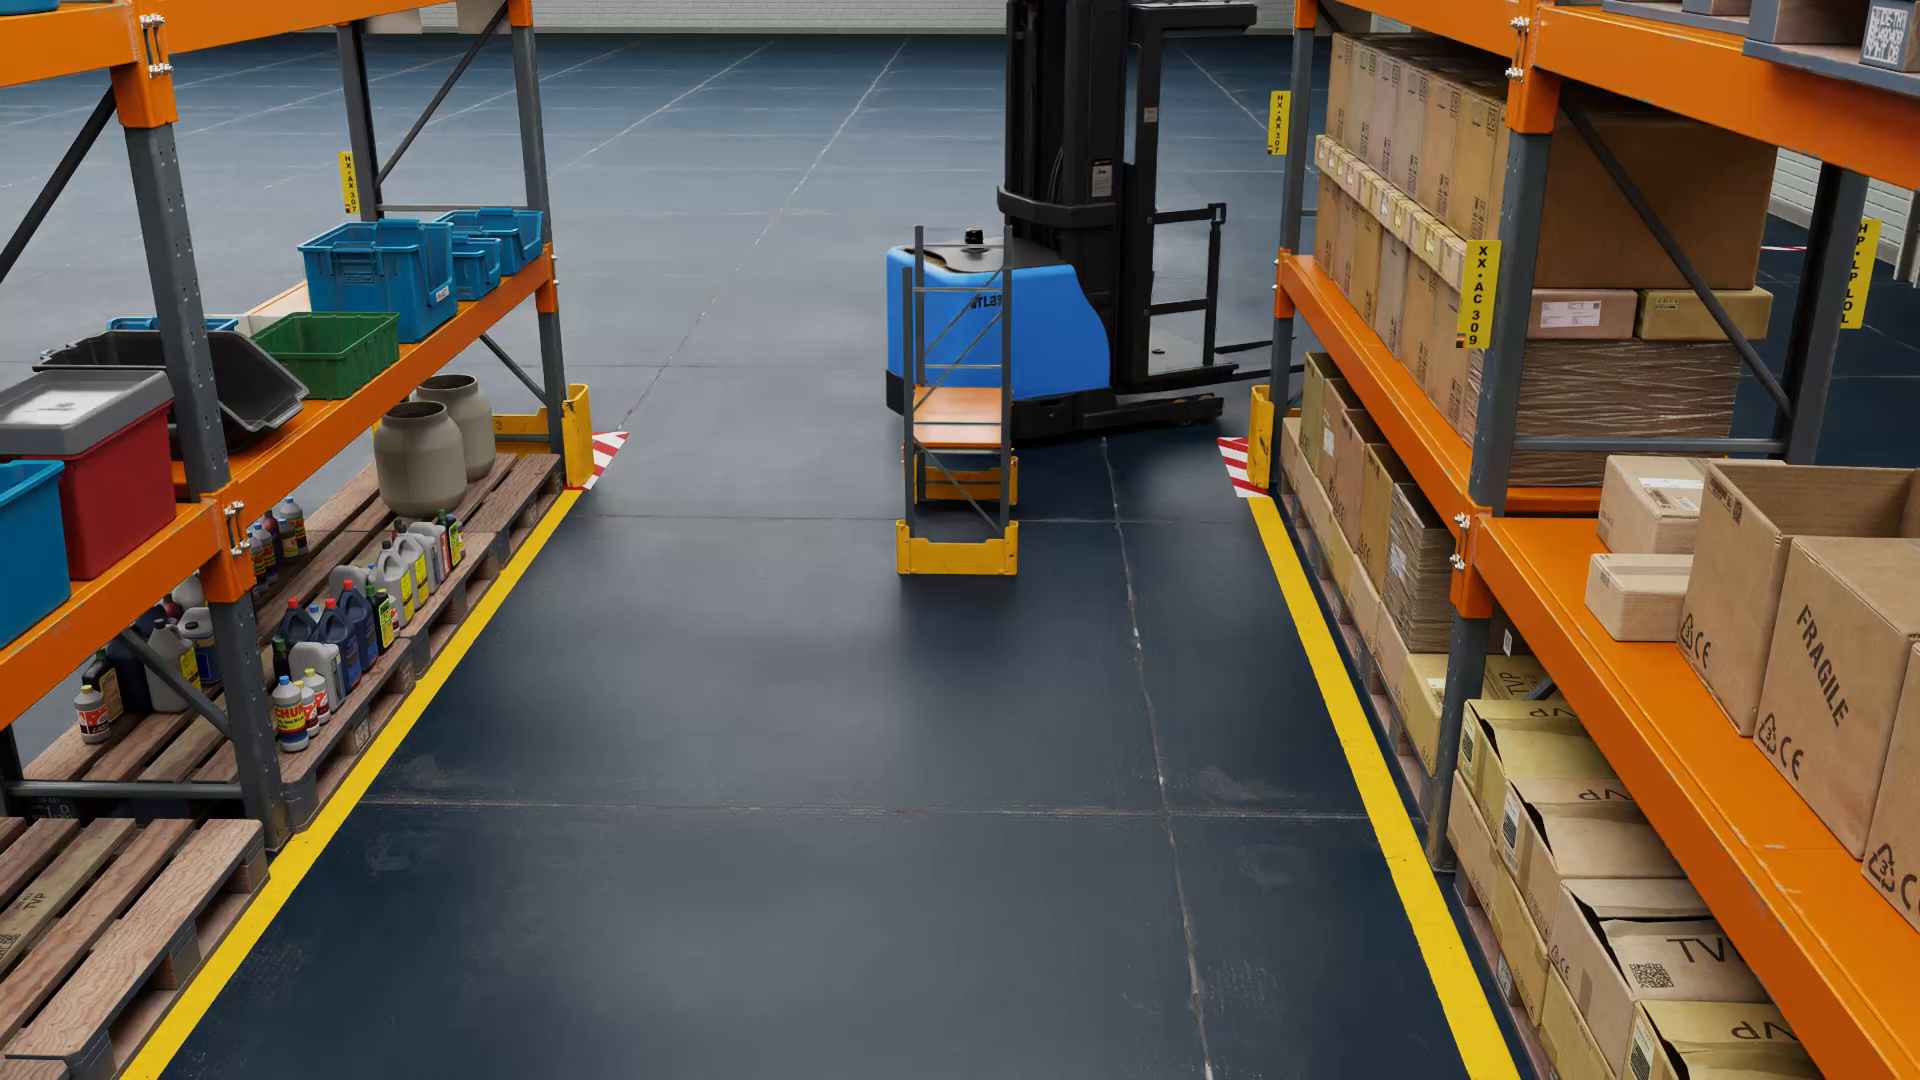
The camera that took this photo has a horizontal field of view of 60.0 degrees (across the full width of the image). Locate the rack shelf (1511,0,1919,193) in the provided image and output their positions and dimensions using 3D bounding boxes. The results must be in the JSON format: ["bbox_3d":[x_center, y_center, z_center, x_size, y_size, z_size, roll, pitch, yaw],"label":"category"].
[{"bbox_3d":[2.039,-0.625,2.841,1.077,0.370,4.000,1,21,2],"label":"rack shelf"}]

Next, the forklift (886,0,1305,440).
[{"bbox_3d":[1.090,-2.239,10.248,3.031,2.935,1.130,-10,23,-24],"label":"forklift"}]

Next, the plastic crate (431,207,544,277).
[{"bbox_3d":[-2.445,-1.534,8.540,0.499,0.251,0.616,1,21,2],"label":"plastic crate"}]

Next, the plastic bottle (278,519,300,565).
[{"bbox_3d":[-3.099,0.002,7.638,0.097,0.201,0.097,0,21,0],"label":"plastic bottle"}]

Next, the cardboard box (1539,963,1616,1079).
[{"bbox_3d":[1.810,1.316,4.211,0.500,0.250,0.500,0,21,0],"label":"cardboard box"}]

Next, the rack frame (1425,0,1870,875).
[{"bbox_3d":[2.100,-0.285,5.117,1.000,3.000,0.127,1,21,2],"label":"rack frame"}]

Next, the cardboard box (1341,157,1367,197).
[{"bbox_3d":[1.970,-1.664,7.636,0.380,0.149,0.250,0,21,1],"label":"cardboard box"}]

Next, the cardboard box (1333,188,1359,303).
[{"bbox_3d":[2.184,-1.419,7.902,0.700,0.500,0.500,1,21,3],"label":"cardboard box"}]

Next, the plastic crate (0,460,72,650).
[{"bbox_3d":[-2.573,0.069,4.227,0.392,0.384,0.575,1,21,2],"label":"plastic crate"}]

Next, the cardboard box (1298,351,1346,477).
[{"bbox_3d":[1.970,-0.623,8.171,0.500,0.500,0.500,1,21,2],"label":"cardboard box"}]

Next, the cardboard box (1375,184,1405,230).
[{"bbox_3d":[1.947,-1.385,6.917,0.380,0.149,0.250,1,21,2],"label":"cardboard box"}]

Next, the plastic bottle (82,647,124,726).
[{"bbox_3d":[-3.166,0.543,6.130,0.061,0.283,0.133,2,21,4],"label":"plastic bottle"}]

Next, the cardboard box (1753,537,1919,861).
[{"bbox_3d":[2.029,0.317,3.426,0.500,0.500,0.500,1,21,2],"label":"cardboard box"}]

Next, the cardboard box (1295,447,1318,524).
[{"bbox_3d":[1.972,-0.273,8.306,0.500,0.250,0.500,1,21,2],"label":"cardboard box"}]

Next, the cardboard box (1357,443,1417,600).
[{"bbox_3d":[1.934,-0.080,6.773,0.500,0.500,0.500,1,21,2],"label":"cardboard box"}]

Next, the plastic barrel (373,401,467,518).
[{"bbox_3d":[-2.688,-0.403,8.280,0.421,0.512,0.421,0,21,0],"label":"plastic barrel"}]

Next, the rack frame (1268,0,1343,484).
[{"bbox_3d":[2.222,-1.731,8.844,1.000,3.000,0.127,1,21,2],"label":"rack frame"}]

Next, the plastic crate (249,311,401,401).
[{"bbox_3d":[-2.527,-0.730,6.556,0.450,0.188,0.662,1,21,2],"label":"plastic crate"}]

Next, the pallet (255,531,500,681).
[{"bbox_3d":[-2.754,0.274,7.530,1.003,0.211,1.213,1,21,2],"label":"pallet"}]

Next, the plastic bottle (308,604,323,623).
[{"bbox_3d":[-2.528,0.385,6.554,0.097,0.271,0.097,0,21,0],"label":"plastic bottle"}]

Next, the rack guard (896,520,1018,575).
[{"bbox_3d":[-0.013,0.036,8.091,0.587,0.250,0.087,1,21,2],"label":"rack guard"}]

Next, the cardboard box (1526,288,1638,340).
[{"bbox_3d":[1.894,-0.735,5.241,0.380,0.149,0.250,1,21,2],"label":"cardboard box"}]

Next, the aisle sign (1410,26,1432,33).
[{"bbox_3d":[2.517,-2.964,8.427,0.394,0.787,0.004,1,21,2],"label":"aisle sign"}]

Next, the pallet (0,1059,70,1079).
[{"bbox_3d":[-2.870,1.686,3.893,1.003,0.211,1.213,1,21,2],"label":"pallet"}]

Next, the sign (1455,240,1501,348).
[{"bbox_3d":[1.545,-0.731,4.960,0.100,0.325,0.005,1,21,2],"label":"sign"}]

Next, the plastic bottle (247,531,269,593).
[{"bbox_3d":[-3.109,0.092,7.309,0.097,0.271,0.097,0,21,0],"label":"plastic bottle"}]

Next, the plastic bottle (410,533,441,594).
[{"bbox_3d":[-2.386,0.087,7.314,0.152,0.276,0.135,0,21,0],"label":"plastic bottle"}]

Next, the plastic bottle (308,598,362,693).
[{"bbox_3d":[-2.411,0.402,6.401,0.144,0.351,0.185,1,21,3],"label":"plastic bottle"}]

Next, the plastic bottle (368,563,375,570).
[{"bbox_3d":[-2.509,0.197,7.136,0.097,0.201,0.097,0,21,0],"label":"plastic bottle"}]

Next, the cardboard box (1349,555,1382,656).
[{"bbox_3d":[1.921,0.269,6.909,0.500,0.250,0.500,1,21,2],"label":"cardboard box"}]

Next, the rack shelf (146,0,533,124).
[{"bbox_3d":[-2.790,-2.127,6.712,1.077,0.370,4.000,1,21,2],"label":"rack shelf"}]

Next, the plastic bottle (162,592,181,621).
[{"bbox_3d":[-3.150,0.356,6.613,0.061,0.283,0.133,2,21,5],"label":"plastic bottle"}]

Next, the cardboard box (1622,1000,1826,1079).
[{"bbox_3d":[1.793,1.242,3.626,0.500,0.311,0.500,1,21,3],"label":"cardboard box"}]

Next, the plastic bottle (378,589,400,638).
[{"bbox_3d":[-2.374,0.301,6.867,0.097,0.201,0.097,0,21,0],"label":"plastic bottle"}]

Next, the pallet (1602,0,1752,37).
[{"bbox_3d":[2.086,-1.275,3.787,0.805,0.209,1.217,0,21,-1],"label":"pallet"}]

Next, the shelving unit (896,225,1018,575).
[{"bbox_3d":[0.002,-0.727,8.329,0.587,1.500,1.083,1,21,2],"label":"shelving unit"}]

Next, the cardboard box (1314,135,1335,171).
[{"bbox_3d":[1.995,-1.941,8.349,0.380,0.149,0.250,0,21,1],"label":"cardboard box"}]

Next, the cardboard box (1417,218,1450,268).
[{"bbox_3d":[1.927,-1.103,6.189,0.380,0.149,0.250,1,21,1],"label":"cardboard box"}]

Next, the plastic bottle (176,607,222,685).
[{"bbox_3d":[-2.965,0.411,6.480,0.152,0.276,0.135,1,21,2],"label":"plastic bottle"}]

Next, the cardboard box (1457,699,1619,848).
[{"bbox_3d":[1.839,0.686,5.059,0.500,0.311,0.500,1,21,2],"label":"cardboard box"}]

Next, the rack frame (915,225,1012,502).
[{"bbox_3d":[0.018,-0.914,8.811,0.500,1.500,0.032,1,21,2],"label":"rack frame"}]

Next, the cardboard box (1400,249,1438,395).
[{"bbox_3d":[2.136,-0.864,6.472,0.700,0.500,0.500,1,21,2],"label":"cardboard box"}]

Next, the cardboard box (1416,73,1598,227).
[{"bbox_3d":[2.137,-1.461,6.216,0.700,0.500,0.500,1,21,2],"label":"cardboard box"}]

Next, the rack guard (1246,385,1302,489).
[{"bbox_3d":[2.223,-0.575,9.319,1.175,0.500,0.348,1,21,2],"label":"rack guard"}]

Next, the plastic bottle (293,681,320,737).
[{"bbox_3d":[-2.400,0.611,6.067,0.097,0.201,0.097,0,21,0],"label":"plastic bottle"}]

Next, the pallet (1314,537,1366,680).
[{"bbox_3d":[2.201,0.285,7.501,1.003,0.211,1.213,1,21,2],"label":"pallet"}]

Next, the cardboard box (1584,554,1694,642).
[{"bbox_3d":[1.869,0.150,4.343,0.380,0.149,0.250,1,21,2],"label":"cardboard box"}]

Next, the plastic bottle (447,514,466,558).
[{"bbox_3d":[-2.347,-0.019,7.691,0.097,0.201,0.097,0,21,0],"label":"plastic bottle"}]

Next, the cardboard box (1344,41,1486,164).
[{"bbox_3d":[2.183,-2.005,7.617,0.700,0.500,0.500,0,21,0],"label":"cardboard box"}]

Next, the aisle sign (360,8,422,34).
[{"bbox_3d":[-3.020,-3.028,8.594,0.394,0.787,0.004,1,21,2],"label":"aisle sign"}]
